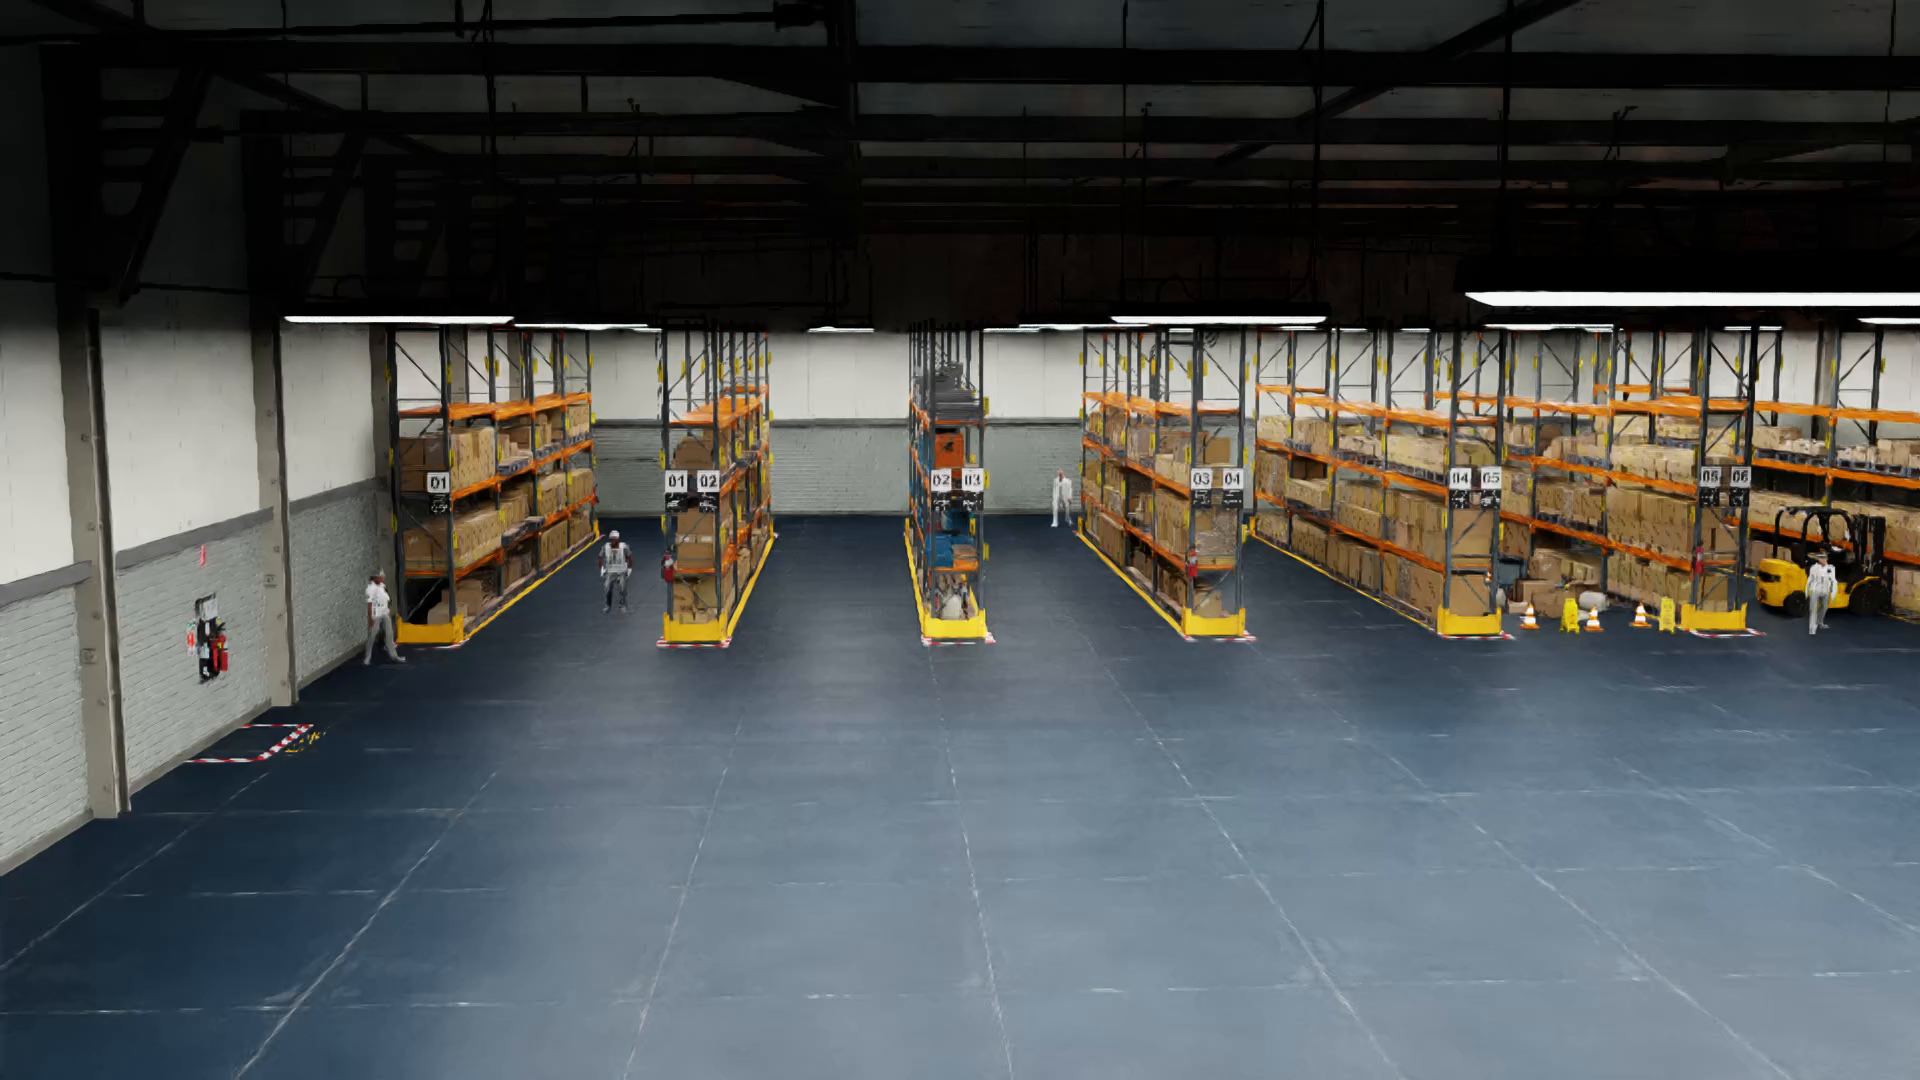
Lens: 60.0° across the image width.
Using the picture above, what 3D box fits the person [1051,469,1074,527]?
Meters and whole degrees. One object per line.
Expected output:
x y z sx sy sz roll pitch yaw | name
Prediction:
3.056 -1.266 49.704 0.634 1.722 1.032 2 7 17 | person

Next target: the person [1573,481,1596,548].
16.852 -0.705 44.790 0.588 1.785 0.668 2 7 16 | person

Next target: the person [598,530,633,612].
-7.082 0.652 34.198 0.702 1.735 0.549 -1 7 -5 | person

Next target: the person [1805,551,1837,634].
16.529 0.983 31.923 0.519 1.616 0.939 2 7 18 | person

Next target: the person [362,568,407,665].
-10.088 1.315 28.934 0.522 1.675 0.687 4 8 29 | person
